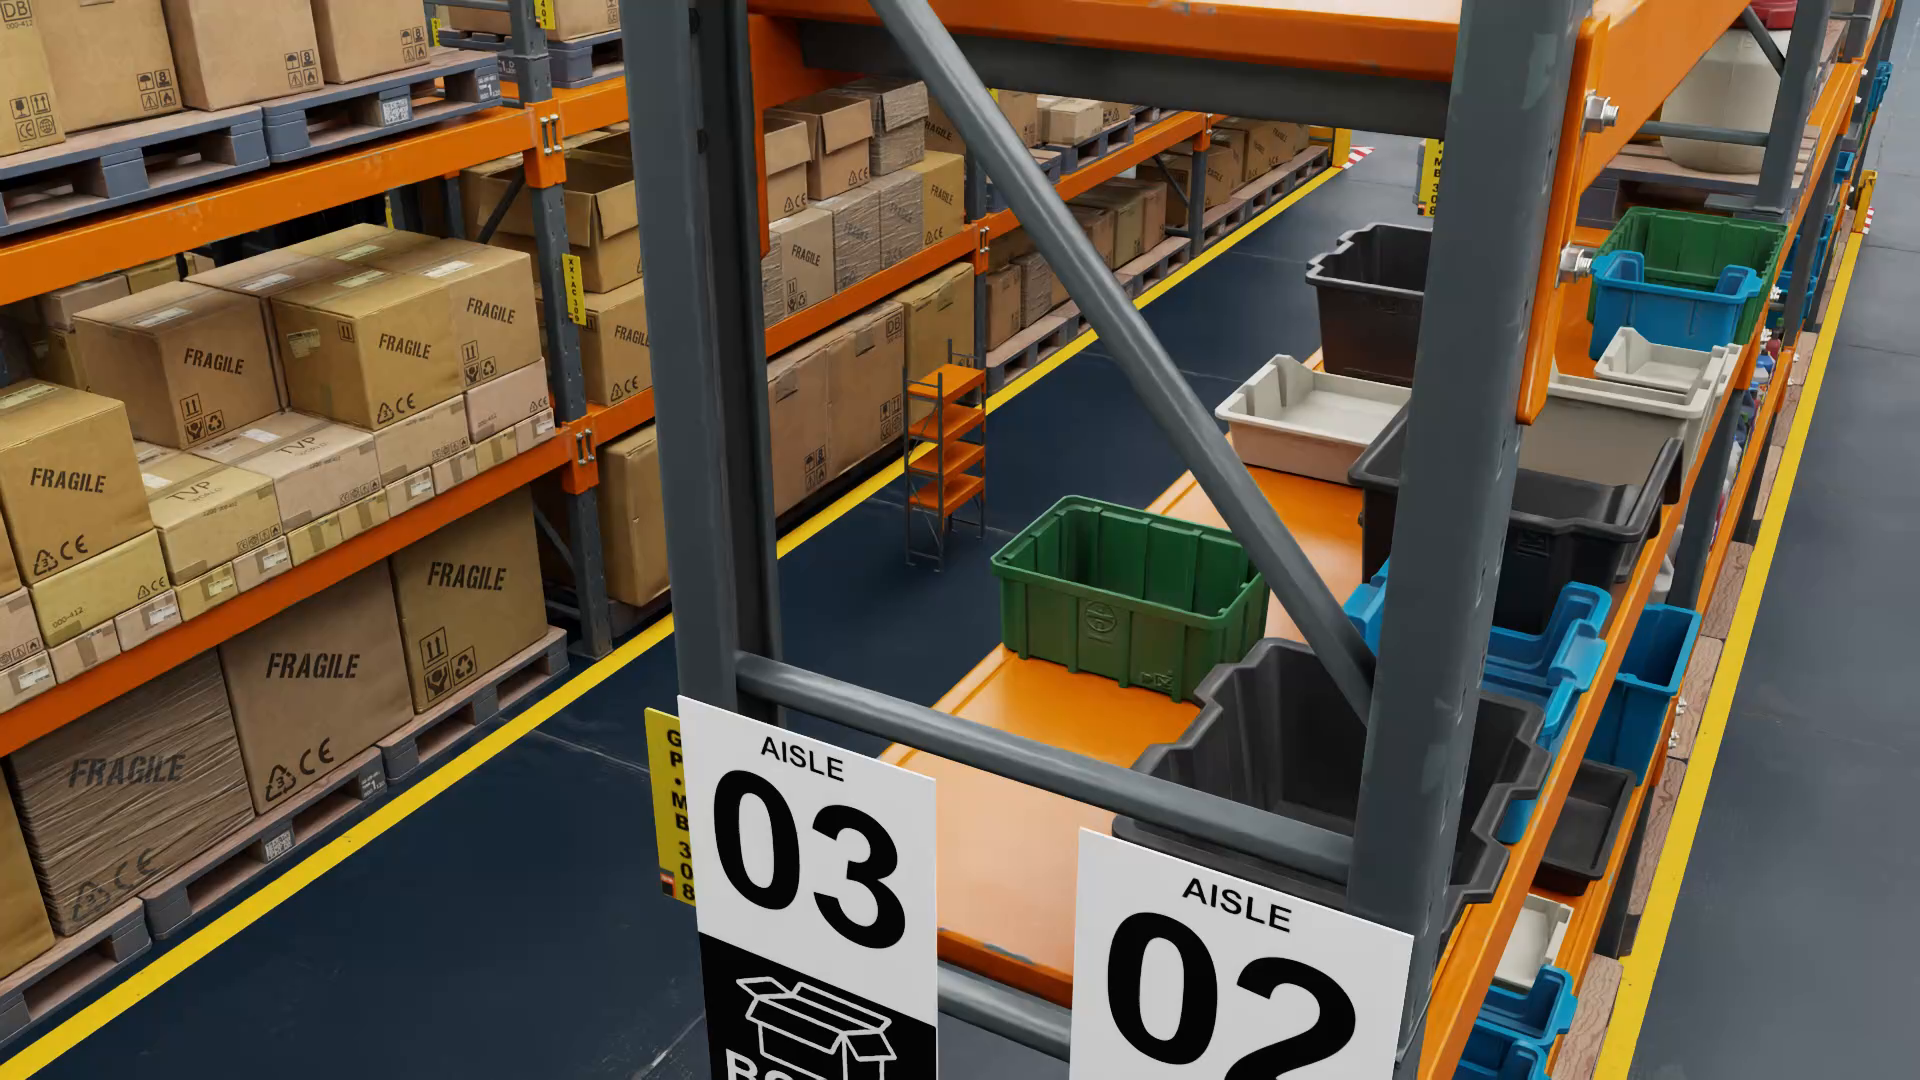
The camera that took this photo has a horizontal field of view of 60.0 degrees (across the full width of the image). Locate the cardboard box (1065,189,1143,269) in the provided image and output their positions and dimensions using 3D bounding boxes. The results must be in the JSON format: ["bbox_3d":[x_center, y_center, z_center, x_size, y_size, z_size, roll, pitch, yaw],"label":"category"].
[{"bbox_3d":[1.108,-2.629,13.953,0.700,0.500,0.500,14,30,26],"label":"cardboard box"}]

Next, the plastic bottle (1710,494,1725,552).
[{"bbox_3d":[3.045,-0.101,6.732,0.061,0.283,0.133,14,30,26],"label":"plastic bottle"}]

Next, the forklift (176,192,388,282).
[{"bbox_3d":[-4.508,-2.161,10.793,3.031,2.935,1.130,18,32,31],"label":"forklift"}]

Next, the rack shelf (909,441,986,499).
[{"bbox_3d":[-0.081,-0.412,9.383,0.258,0.148,0.480,14,30,26],"label":"rack shelf"}]

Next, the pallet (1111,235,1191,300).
[{"bbox_3d":[1.298,-2.416,14.341,1.003,0.211,1.213,14,30,26],"label":"pallet"}]

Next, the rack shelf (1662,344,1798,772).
[{"bbox_3d":[3.040,-0.216,7.634,1.077,0.370,4.000,14,30,26],"label":"rack shelf"}]

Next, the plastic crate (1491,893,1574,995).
[{"bbox_3d":[1.461,1.078,4.474,0.293,0.136,0.466,14,30,26],"label":"plastic crate"}]

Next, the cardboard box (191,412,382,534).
[{"bbox_3d":[-2.748,-0.284,6.802,0.500,0.250,0.500,15,30,27],"label":"cardboard box"}]

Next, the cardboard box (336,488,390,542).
[{"bbox_3d":[-2.627,-0.145,6.968,0.380,0.149,0.250,15,30,27],"label":"cardboard box"}]

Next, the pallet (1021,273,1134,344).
[{"bbox_3d":[0.699,-1.939,13.387,1.003,0.211,1.213,14,30,26],"label":"pallet"}]

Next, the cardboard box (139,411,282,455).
[{"bbox_3d":[-3.214,-0.394,7.021,0.500,0.250,0.500,15,30,27],"label":"cardboard box"}]

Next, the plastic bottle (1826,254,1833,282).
[{"bbox_3d":[6.960,-2.210,13.357,0.061,0.283,0.133,16,31,28],"label":"plastic bottle"}]

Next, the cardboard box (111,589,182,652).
[{"bbox_3d":[-3.131,0.255,6.171,0.380,0.149,0.250,14,30,26],"label":"cardboard box"}]

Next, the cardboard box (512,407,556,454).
[{"bbox_3d":[-2.121,-0.546,7.770,0.380,0.149,0.250,14,30,26],"label":"cardboard box"}]

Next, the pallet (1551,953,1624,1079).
[{"bbox_3d":[1.728,1.784,5.951,1.003,0.211,1.213,14,30,26],"label":"pallet"}]

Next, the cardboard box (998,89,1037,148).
[{"bbox_3d":[0.130,-3.099,12.010,0.700,0.500,0.500,19,32,33],"label":"cardboard box"}]

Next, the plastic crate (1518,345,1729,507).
[{"bbox_3d":[1.447,-0.284,3.747,0.437,0.282,0.530,14,30,26],"label":"plastic crate"}]

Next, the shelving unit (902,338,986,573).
[{"bbox_3d":[-0.081,-0.472,9.353,0.258,1.200,0.503,14,30,26],"label":"shelving unit"}]

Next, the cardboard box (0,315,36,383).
[{"bbox_3d":[-6.380,-1.395,11.508,0.500,0.500,0.500,14,30,25],"label":"cardboard box"}]

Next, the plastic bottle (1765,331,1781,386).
[{"bbox_3d":[4.083,-0.924,8.374,0.061,0.283,0.133,14,30,26],"label":"plastic bottle"}]

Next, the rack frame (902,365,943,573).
[{"bbox_3d":[-0.201,-0.377,9.163,0.240,1.200,0.015,14,30,26],"label":"rack frame"}]

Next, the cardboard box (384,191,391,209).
[{"bbox_3d":[-4.665,-2.621,13.120,0.500,0.250,0.500,13,30,25],"label":"cardboard box"}]

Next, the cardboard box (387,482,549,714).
[{"bbox_3d":[-2.650,0.153,7.998,0.875,0.875,0.875,14,30,26],"label":"cardboard box"}]

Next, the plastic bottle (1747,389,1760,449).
[{"bbox_3d":[3.634,-0.568,7.664,0.061,0.283,0.133,14,30,26],"label":"plastic bottle"}]

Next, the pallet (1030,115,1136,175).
[{"bbox_3d":[0.650,-3.103,12.811,1.003,0.211,1.213,14,30,26],"label":"pallet"}]

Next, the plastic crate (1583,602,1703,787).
[{"bbox_3d":[2.123,0.479,5.393,0.392,0.384,0.575,14,30,26],"label":"plastic crate"}]

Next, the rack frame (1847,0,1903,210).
[{"bbox_3d":[7.959,-4.435,15.259,1.000,3.000,0.127,14,30,26],"label":"rack frame"}]

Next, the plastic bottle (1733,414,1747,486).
[{"bbox_3d":[3.363,-0.421,7.296,0.144,0.351,0.185,14,30,26],"label":"plastic bottle"}]

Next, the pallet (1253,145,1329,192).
[{"bbox_3d":[3.179,-3.940,17.386,1.003,0.211,1.213,14,30,26],"label":"pallet"}]

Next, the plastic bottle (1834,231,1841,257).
[{"bbox_3d":[7.290,-2.509,13.963,0.152,0.276,0.135,14,30,26],"label":"plastic bottle"}]

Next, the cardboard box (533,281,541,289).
[{"bbox_3d":[-2.264,-1.136,8.557,0.500,0.500,0.500,14,30,26],"label":"cardboard box"}]

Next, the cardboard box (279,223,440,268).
[{"bbox_3d":[-2.714,-1.120,7.634,0.500,0.500,0.500,14,30,26],"label":"cardboard box"}]

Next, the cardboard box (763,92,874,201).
[{"bbox_3d":[-0.985,-2.366,9.894,0.797,0.503,0.637,15,30,27],"label":"cardboard box"}]

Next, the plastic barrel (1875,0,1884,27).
[{"bbox_3d":[4.617,-3.155,8.791,0.600,0.901,0.600,0,27,0],"label":"plastic barrel"}]

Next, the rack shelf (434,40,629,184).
[{"bbox_3d":[-1.272,-2.648,9.142,1.077,0.370,4.000,14,30,26],"label":"rack shelf"}]

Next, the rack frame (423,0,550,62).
[{"bbox_3d":[-2.256,-3.532,6.752,1.000,3.000,0.127,14,30,26],"label":"rack frame"}]

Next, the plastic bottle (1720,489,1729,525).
[{"bbox_3d":[3.152,-0.166,6.953,0.097,0.201,0.097,0,27,0],"label":"plastic bottle"}]

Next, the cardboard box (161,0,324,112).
[{"bbox_3d":[-2.857,-1.941,6.232,0.700,0.500,0.500,16,31,29],"label":"cardboard box"}]

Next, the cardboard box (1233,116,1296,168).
[{"bbox_3d":[3.061,-4.116,16.944,0.500,0.500,0.500,24,35,39],"label":"cardboard box"}]

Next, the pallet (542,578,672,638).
[{"bbox_3d":[-1.942,0.081,9.353,1.003,0.211,1.213,14,30,26],"label":"pallet"}]

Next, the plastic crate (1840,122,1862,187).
[{"bbox_3d":[6.020,-2.649,11.619,0.402,0.464,0.583,14,30,26],"label":"plastic crate"}]

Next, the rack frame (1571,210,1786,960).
[{"bbox_3d":[2.056,0.242,5.916,1.000,3.000,0.127,14,30,26],"label":"rack frame"}]

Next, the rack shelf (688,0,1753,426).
[{"bbox_3d":[1.072,-1.161,3.267,1.077,0.370,4.000,14,30,26],"label":"rack shelf"}]

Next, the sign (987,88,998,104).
[{"bbox_3d":[0.197,-2.805,10.709,0.100,0.325,0.005,14,30,26],"label":"sign"}]

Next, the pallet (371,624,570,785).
[{"bbox_3d":[-2.698,0.677,8.162,1.003,0.211,1.213,14,30,26],"label":"pallet"}]

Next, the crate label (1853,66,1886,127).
[{"bbox_3d":[7.289,-3.674,13.699,0.502,0.435,0.616,14,30,26],"label":"crate label"}]

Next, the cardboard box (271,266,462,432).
[{"bbox_3d":[-2.499,-0.818,7.031,0.500,0.500,0.500,15,30,27],"label":"cardboard box"}]

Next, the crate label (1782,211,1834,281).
[{"bbox_3d":[4.748,-1.661,9.677,0.502,0.435,0.616,14,30,26],"label":"crate label"}]

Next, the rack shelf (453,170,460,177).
[{"bbox_3d":[-3.573,-3.997,15.188,1.077,0.370,4.000,14,30,26],"label":"rack shelf"}]

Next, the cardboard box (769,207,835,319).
[{"bbox_3d":[-1.069,-1.612,9.507,0.500,0.500,0.500,15,30,27],"label":"cardboard box"}]

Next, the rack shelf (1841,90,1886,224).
[{"bbox_3d":[6.976,-3.334,13.863,1.077,0.370,4.000,14,30,26],"label":"rack shelf"}]

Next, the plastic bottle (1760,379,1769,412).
[{"bbox_3d":[3.866,-0.732,8.084,0.097,0.201,0.097,0,27,0],"label":"plastic bottle"}]

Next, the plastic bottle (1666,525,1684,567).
[{"bbox_3d":[2.796,0.058,6.422,0.152,0.276,0.135,14,30,26],"label":"plastic bottle"}]

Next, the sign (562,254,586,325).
[{"bbox_3d":[-1.772,-1.150,7.641,0.100,0.325,0.005,14,30,26],"label":"sign"}]

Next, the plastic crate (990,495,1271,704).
[{"bbox_3d":[0.325,0.107,3.072,0.450,0.188,0.336,14,30,26],"label":"plastic crate"}]

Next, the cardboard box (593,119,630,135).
[{"bbox_3d":[-3.294,-3.643,15.721,1.050,0.750,0.750,14,30,26],"label":"cardboard box"}]

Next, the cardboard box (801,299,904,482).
[{"bbox_3d":[-1.091,-1.036,10.372,1.225,0.875,0.875,14,30,26],"label":"cardboard box"}]

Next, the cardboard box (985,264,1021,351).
[{"bbox_3d":[0.024,-1.752,12.201,0.700,0.500,0.500,13,29,23],"label":"cardboard box"}]

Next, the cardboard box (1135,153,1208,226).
[{"bbox_3d":[1.911,-3.184,15.083,0.500,0.500,0.500,13,29,25],"label":"cardboard box"}]
